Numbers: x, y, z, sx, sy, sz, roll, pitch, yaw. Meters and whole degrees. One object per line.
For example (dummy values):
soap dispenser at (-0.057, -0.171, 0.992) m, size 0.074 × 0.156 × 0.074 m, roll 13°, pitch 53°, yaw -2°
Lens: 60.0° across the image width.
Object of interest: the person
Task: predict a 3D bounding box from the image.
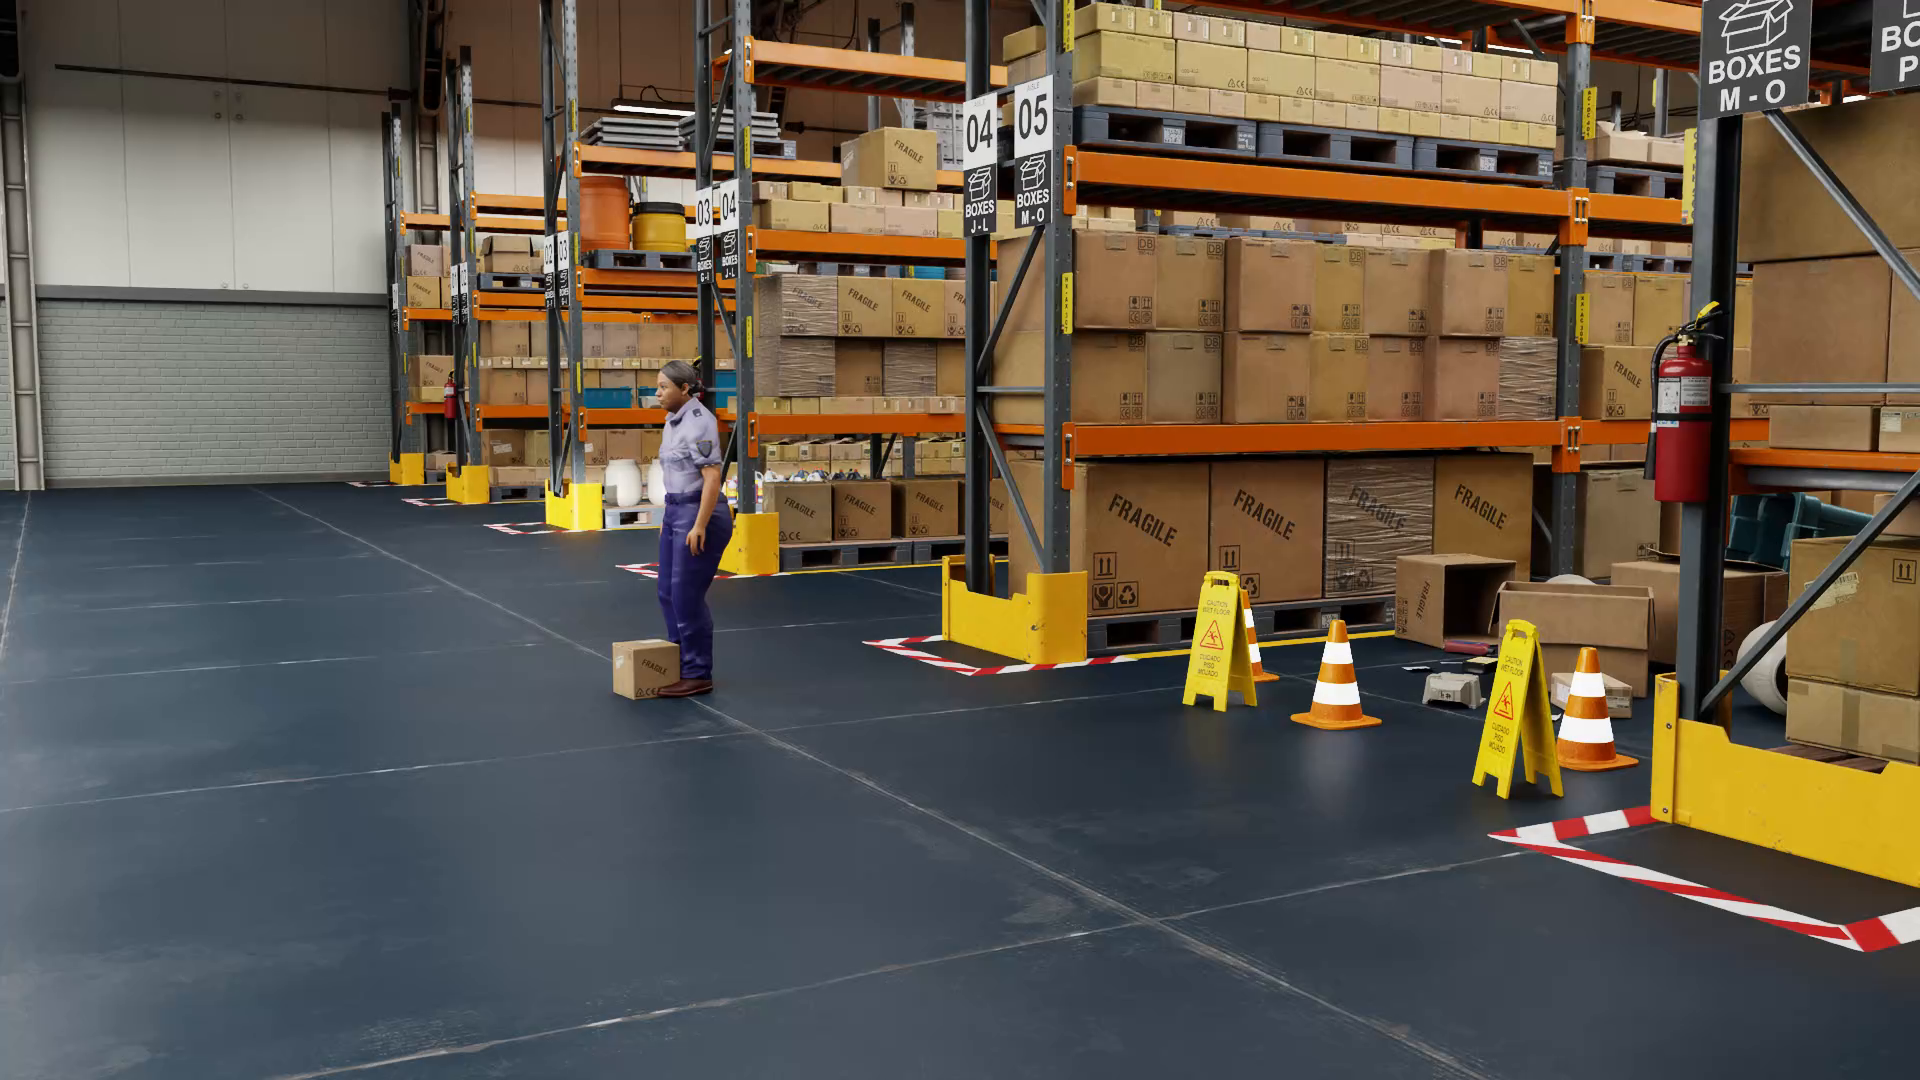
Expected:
person at (-1.368, -0.068, 8.298) m, size 0.414 × 1.652 × 0.538 m, roll -3°, pitch 6°, yaw -28°
